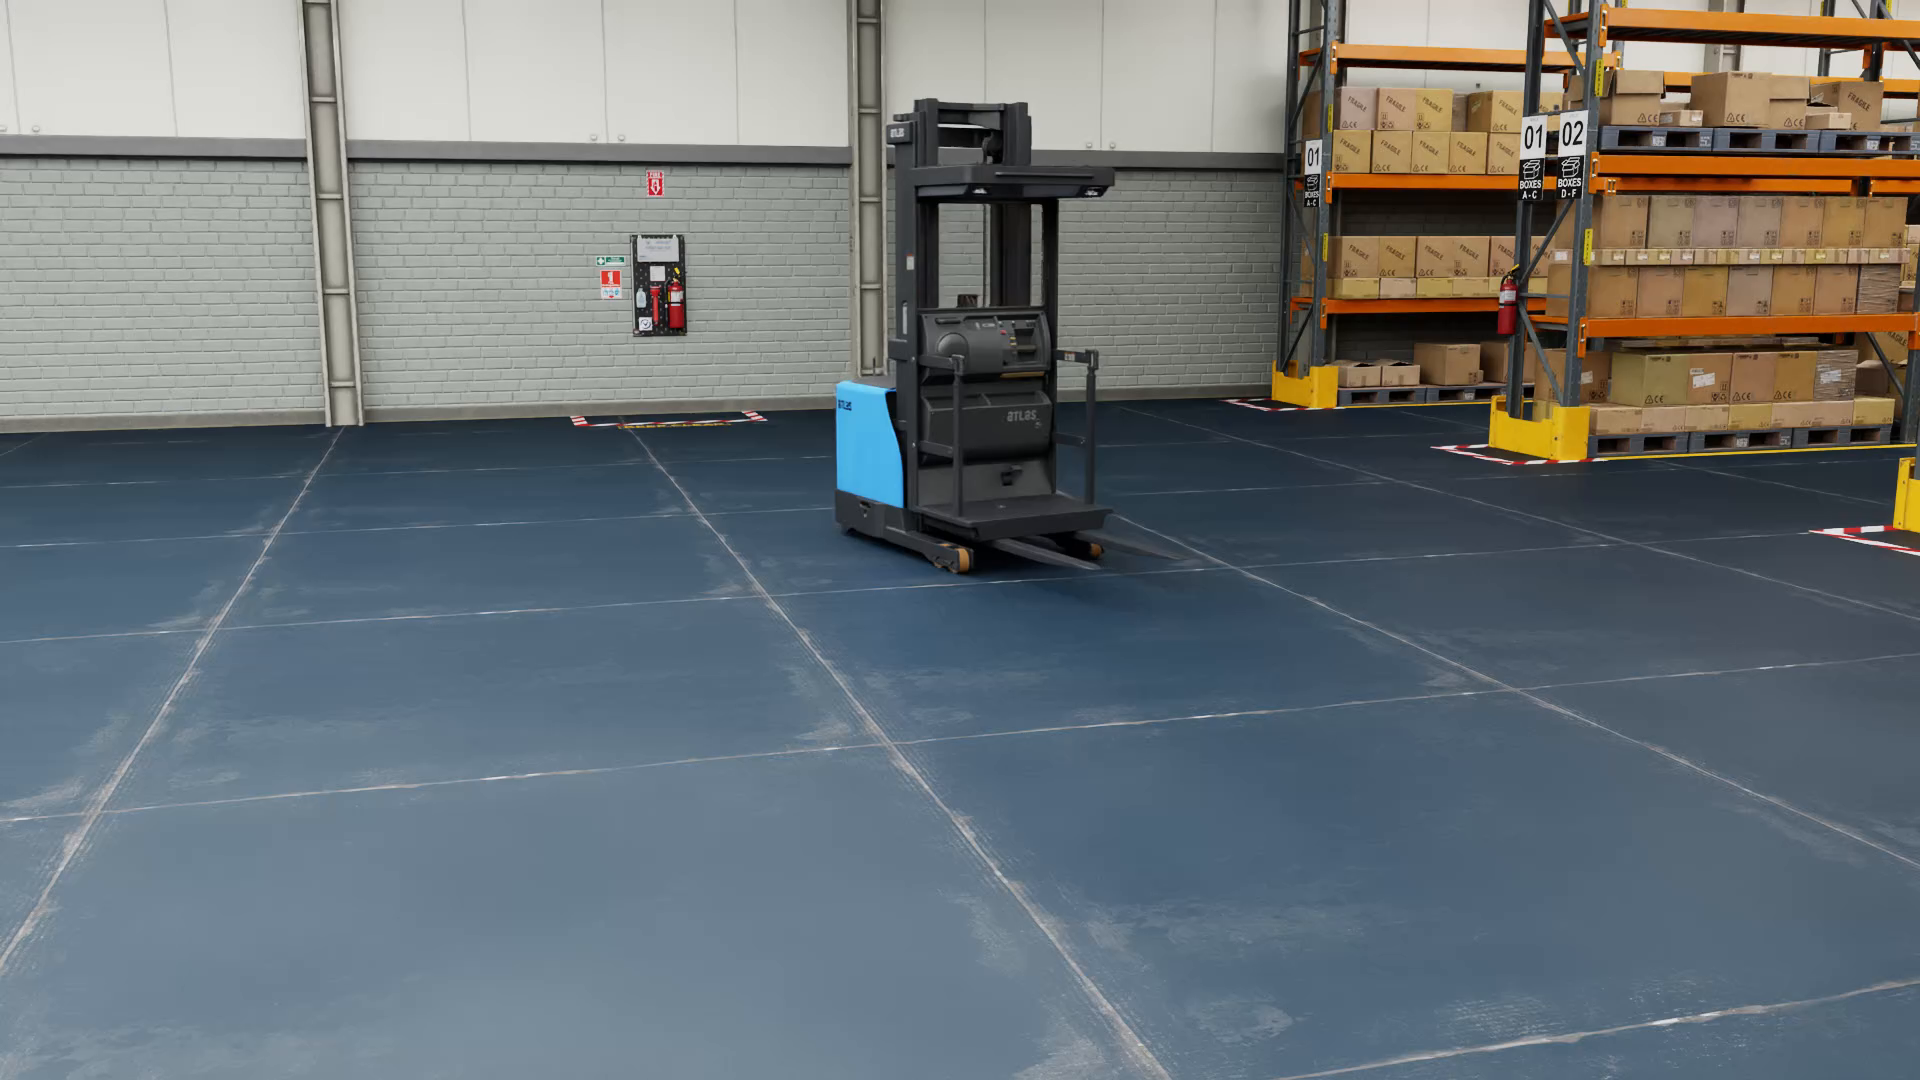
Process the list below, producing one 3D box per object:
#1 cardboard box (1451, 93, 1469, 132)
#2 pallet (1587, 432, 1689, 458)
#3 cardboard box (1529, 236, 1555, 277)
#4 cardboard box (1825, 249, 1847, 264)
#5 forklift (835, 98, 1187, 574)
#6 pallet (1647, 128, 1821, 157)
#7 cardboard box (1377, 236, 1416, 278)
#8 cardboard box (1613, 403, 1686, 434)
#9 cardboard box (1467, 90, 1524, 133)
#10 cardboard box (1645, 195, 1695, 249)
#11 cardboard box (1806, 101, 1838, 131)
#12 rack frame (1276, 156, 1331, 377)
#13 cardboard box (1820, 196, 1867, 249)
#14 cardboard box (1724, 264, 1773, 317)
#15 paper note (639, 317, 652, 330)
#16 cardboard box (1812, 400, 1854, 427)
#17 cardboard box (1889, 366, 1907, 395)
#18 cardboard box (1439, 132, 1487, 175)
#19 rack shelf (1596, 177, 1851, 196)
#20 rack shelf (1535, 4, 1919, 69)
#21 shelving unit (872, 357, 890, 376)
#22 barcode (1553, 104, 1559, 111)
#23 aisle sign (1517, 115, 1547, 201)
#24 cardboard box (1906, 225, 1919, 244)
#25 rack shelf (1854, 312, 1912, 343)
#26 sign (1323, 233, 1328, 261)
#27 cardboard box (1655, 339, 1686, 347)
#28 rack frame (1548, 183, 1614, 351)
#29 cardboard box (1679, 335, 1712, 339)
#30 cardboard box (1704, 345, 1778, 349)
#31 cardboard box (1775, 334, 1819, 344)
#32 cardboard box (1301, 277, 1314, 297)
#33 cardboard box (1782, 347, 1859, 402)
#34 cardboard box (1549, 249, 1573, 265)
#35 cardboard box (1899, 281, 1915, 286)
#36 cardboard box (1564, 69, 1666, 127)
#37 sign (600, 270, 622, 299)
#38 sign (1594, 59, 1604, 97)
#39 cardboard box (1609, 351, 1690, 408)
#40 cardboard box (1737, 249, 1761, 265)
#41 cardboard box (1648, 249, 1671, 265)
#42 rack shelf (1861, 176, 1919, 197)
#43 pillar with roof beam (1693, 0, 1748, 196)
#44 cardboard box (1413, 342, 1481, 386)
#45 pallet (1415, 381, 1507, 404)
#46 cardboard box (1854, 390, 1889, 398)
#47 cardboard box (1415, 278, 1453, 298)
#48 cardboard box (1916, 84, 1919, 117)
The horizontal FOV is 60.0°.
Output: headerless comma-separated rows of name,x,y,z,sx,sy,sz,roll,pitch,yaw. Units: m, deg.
cardboard box,6.063,-5.356,20.976,0.500,0.500,0.500,-3,11,-16
pallet,6.347,-1.001,16.403,1.213,0.211,1.003,-3,11,-16
cardboard box,7.232,-3.591,21.056,0.500,0.500,0.500,-3,11,-16
cardboard box,8.523,-2.807,16.442,0.250,0.149,0.380,-3,11,-16
forklift,0.284,-1.322,10.630,1.130,2.935,3.031,-6,12,-29
pallet,7.484,-3.852,16.146,1.213,0.211,1.003,-3,11,-16
cardboard box,5.256,-3.488,20.495,0.500,0.500,0.500,-3,11,-16
cardboard box,6.681,-1.195,16.190,0.500,0.250,0.500,-3,11,-16
cardboard box,6.650,-5.286,20.596,0.500,0.500,0.500,-3,11,-18
cardboard box,6.631,-3.066,16.055,0.500,0.500,0.700,-3,11,-17
cardboard box,8.389,-4.229,16.648,0.500,0.311,0.500,-4,11,-19
rack frame,4.236,-3.188,20.577,0.127,3.000,1.000,-3,11,-16
cardboard box,8.556,-3.167,16.606,0.500,0.500,0.700,-3,11,-16
cardboard box,7.562,-2.476,16.436,0.500,0.500,0.700,-3,11,-14
paper note,-3.667,-2.521,19.390,0.142,0.148,0.016,-3,11,-16
cardboard box,8.598,-1.298,16.749,0.500,0.250,0.500,-3,11,-16
cardboard box,9.932,-1.637,17.039,0.500,0.311,0.500,-3,11,-16
cardboard box,6.159,-4.774,20.579,0.500,0.500,0.500,-2,11,-12
rack shelf,9.997,-4.613,22.020,4.000,0.370,1.077,-3,11,-16
rack shelf,7.545,-4.828,16.009,4.000,0.370,1.077,-3,11,-16
shelving unit,-0.356,-0.761,12.338,0.503,1.200,0.258,-6,10,-29
barcode,5.780,-4.187,16.115,0.075,0.075,0.001,-3,11,-16
aisle sign,5.479,-3.653,15.925,0.004,0.787,0.394,-3,11,-16
cardboard box,12.941,-4.172,22.701,0.500,0.250,0.500,-3,11,-17
rack shelf,11.385,-2.277,17.615,4.000,0.370,1.077,-3,11,-16
sign,4.388,-3.519,19.987,0.005,0.325,0.100,-3,11,-16
cardboard box,9.261,-2.452,22.271,0.500,0.500,0.700,-3,11,-17
rack frame,8.077,-3.390,21.677,0.127,3.000,1.000,-3,11,-16
cardboard box,9.699,-2.836,22.285,0.500,0.250,0.500,-3,11,-18
cardboard box,7.972,-1.733,17.037,0.500,0.500,0.500,-3,11,-16
cardboard box,11.241,-2.534,22.716,0.500,0.500,0.700,-3,11,-15
cardboard box,4.631,-3.181,20.901,0.500,0.250,0.500,-3,11,-15
cardboard box,8.598,-1.668,16.683,0.500,0.500,0.500,-3,11,-16
cardboard box,5.938,-2.747,16.118,0.250,0.149,0.380,-3,11,-17
cardboard box,12.822,-3.465,22.723,0.250,0.149,0.380,-3,11,-14
cardboard box,6.178,-4.157,15.723,0.637,0.503,0.797,-2,11,-12
sign,-4.037,-2.959,19.236,0.234,0.329,0.001,-3,11,-16
sign,5.774,-4.174,15.017,0.005,0.325,0.100,-3,11,-16
cardboard box,6.681,-1.564,16.120,0.500,0.500,0.500,-3,11,-16
cardboard box,7.538,-2.755,16.159,0.250,0.149,0.380,-3,11,-15
cardboard box,6.554,-2.704,15.880,0.250,0.149,0.380,-3,11,-16
rack shelf,11.385,-3.752,17.344,4.000,0.370,1.077,-3,11,-16
pillar with roof beam,11.631,-5.879,18.628,0.400,9.000,9.100,-3,11,-16
cardboard box,6.192,-2.251,21.180,0.500,0.500,0.700,-4,11,-20
pallet,6.269,-1.916,21.373,1.213,0.211,1.003,-3,11,-16
cardboard box,9.782,-1.455,17.599,0.500,0.250,0.500,-3,11,-16
cardboard box,5.779,-3.147,20.714,0.500,0.250,0.500,-3,11,-17
cardboard box,10.068,-4.530,16.769,0.500,0.500,0.500,-3,11,-15
